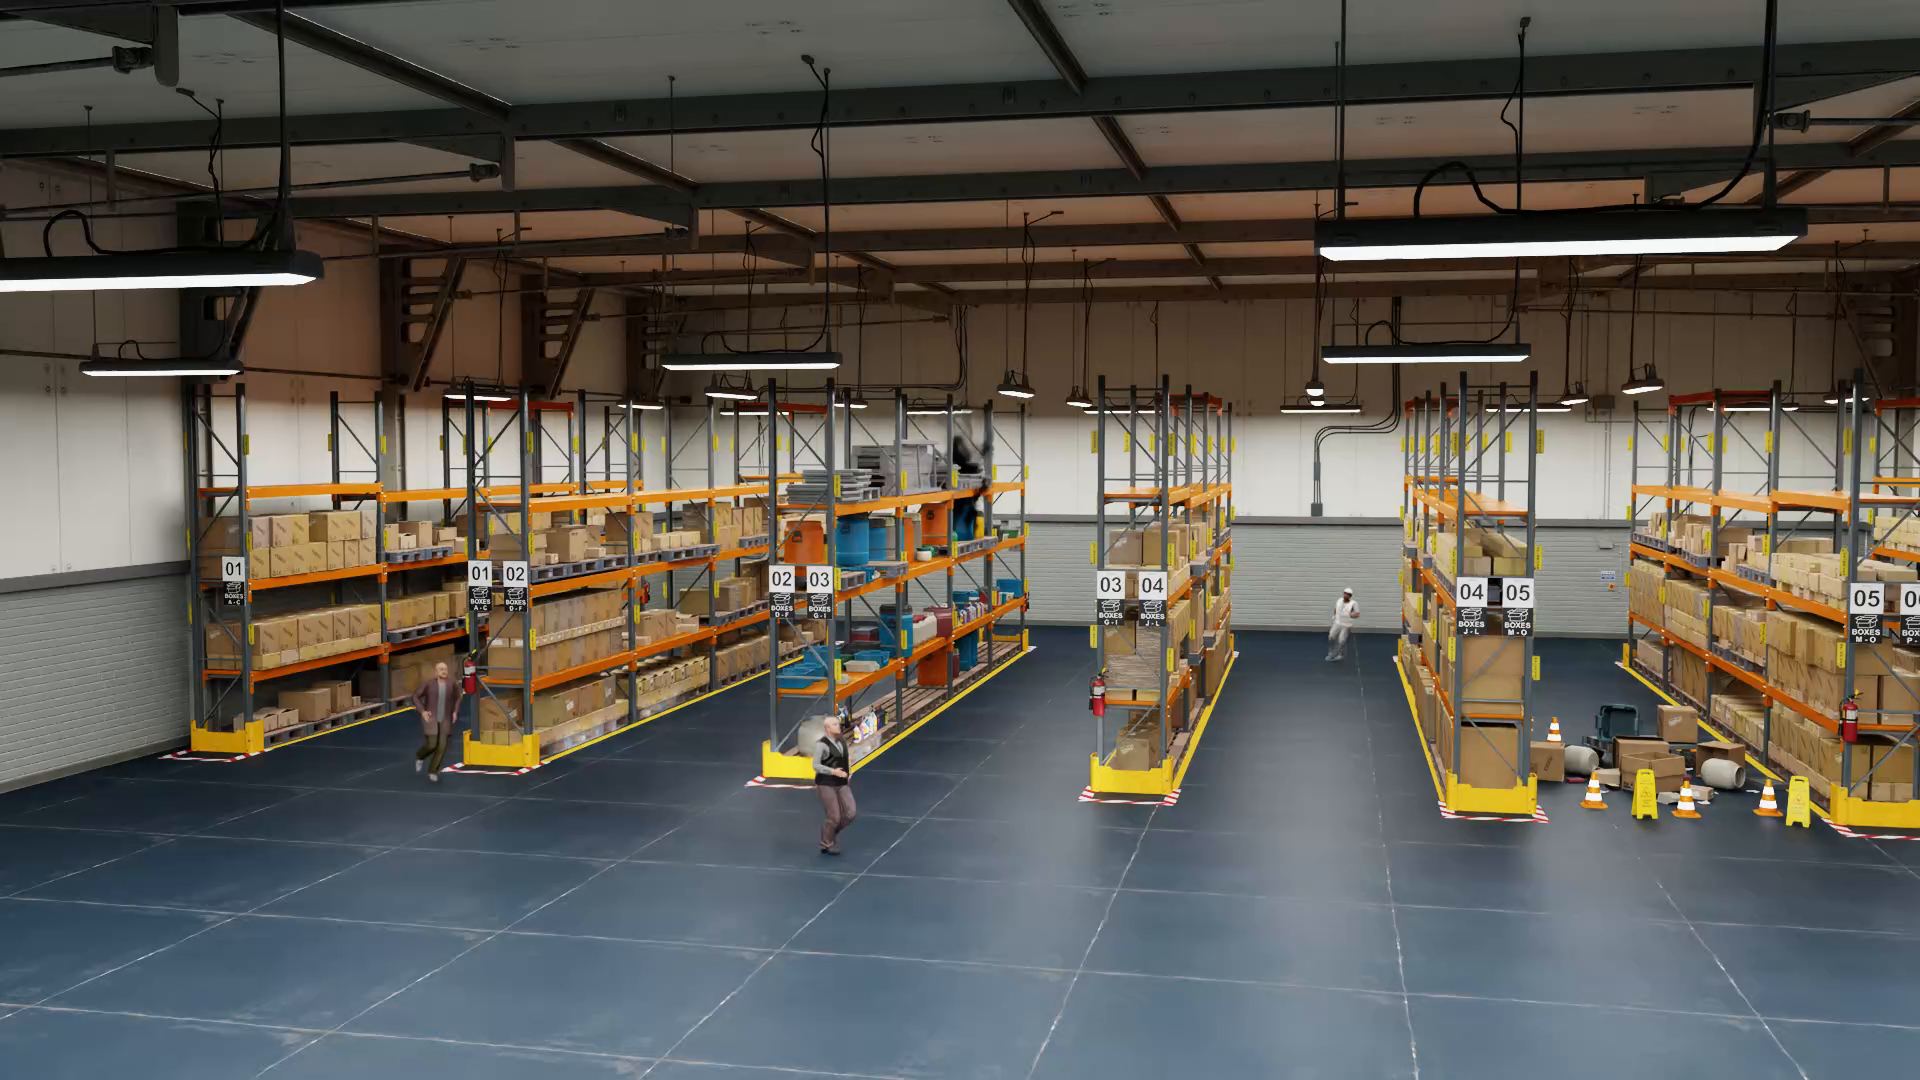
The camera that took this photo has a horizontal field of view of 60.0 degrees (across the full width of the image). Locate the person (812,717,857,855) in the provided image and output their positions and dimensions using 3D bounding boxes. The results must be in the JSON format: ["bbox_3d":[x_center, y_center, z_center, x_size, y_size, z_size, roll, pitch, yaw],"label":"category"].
[{"bbox_3d":[-1.494,3.036,20.291,0.569,1.608,0.668,2,4,36],"label":"person"}]

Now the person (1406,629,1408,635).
[{"bbox_3d":[10.886,1.911,39.475,0.910,1.825,0.733,0,3,6],"label":"person"}]

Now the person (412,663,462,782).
[{"bbox_3d":[-7.861,2.722,25.057,0.735,1.756,0.647,-3,4,-38],"label":"person"}]

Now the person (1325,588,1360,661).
[{"bbox_3d":[8.815,1.947,38.227,0.764,1.713,0.641,2,4,37],"label":"person"}]
